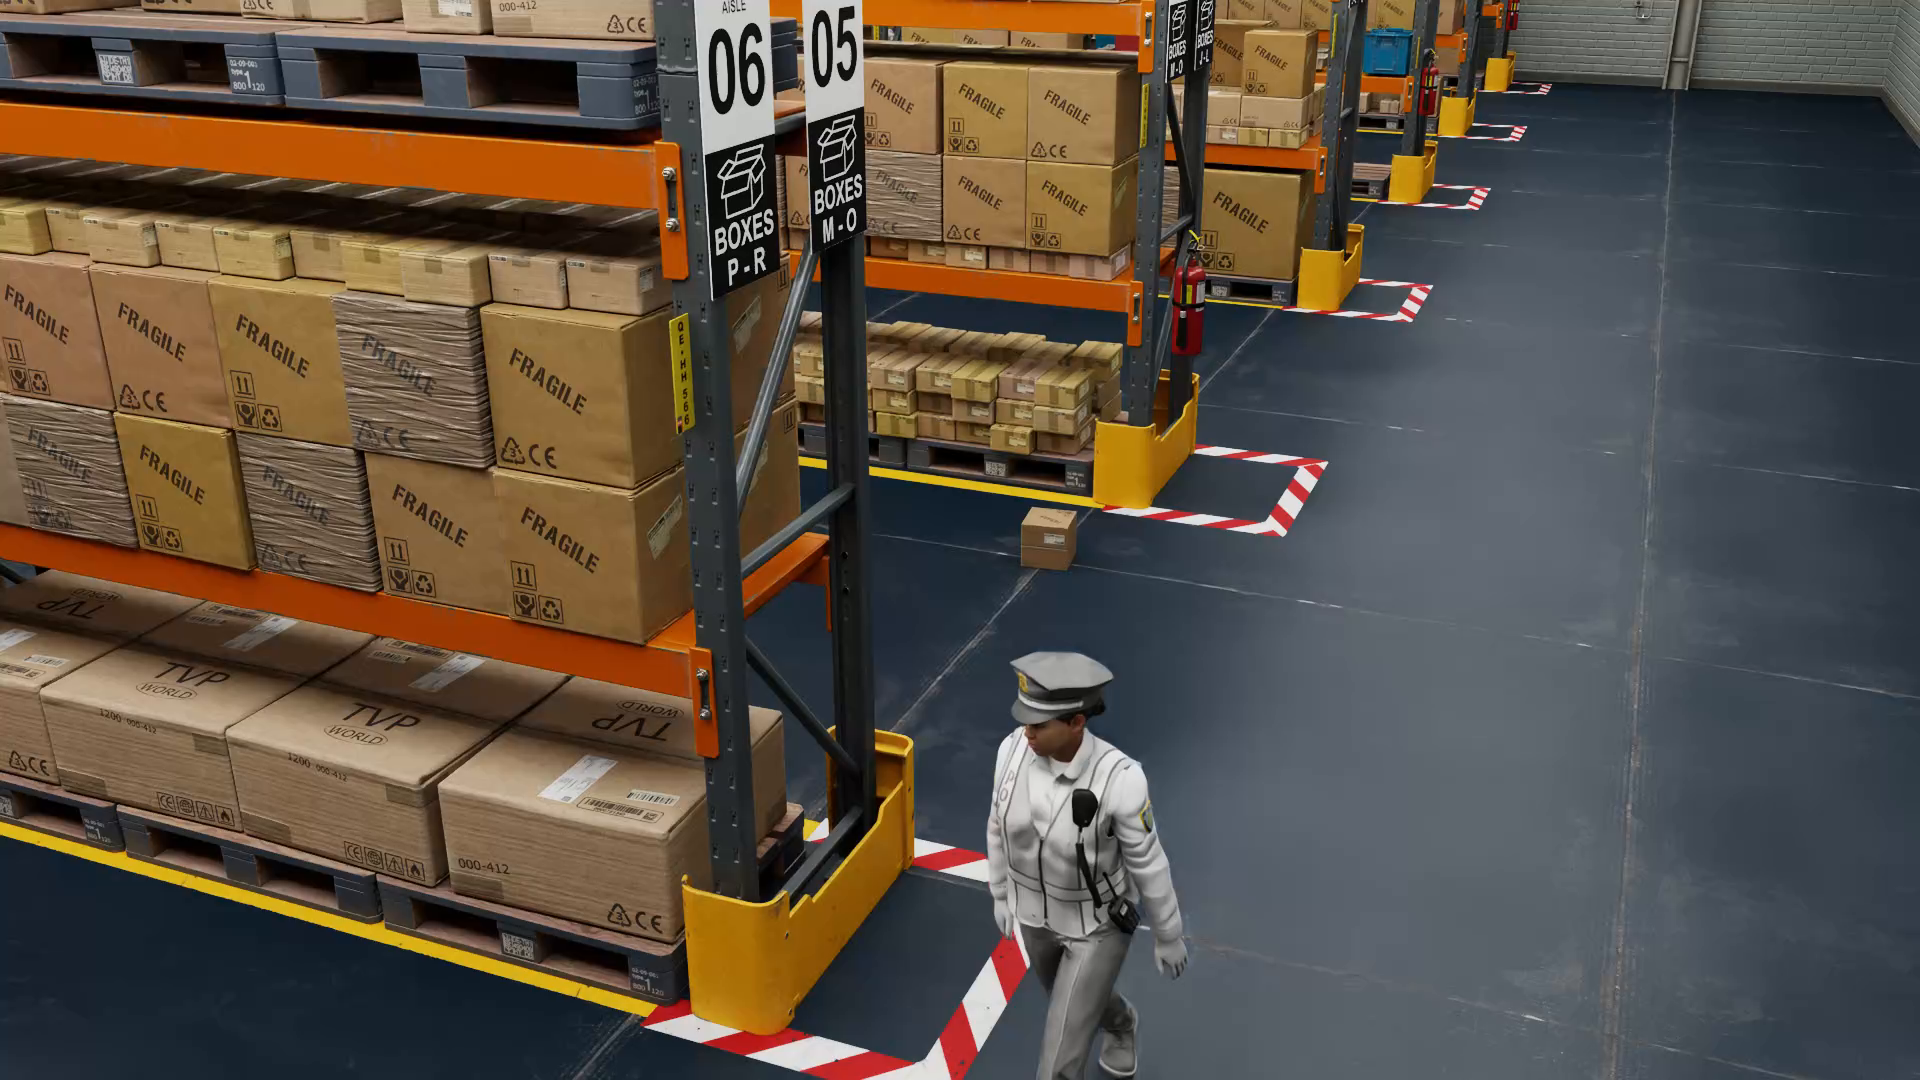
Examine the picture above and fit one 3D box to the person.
[{"bbox_3d":[0.321,1.038,4.603,0.580,1.609,0.996,15,27,32],"label":"person"}]
